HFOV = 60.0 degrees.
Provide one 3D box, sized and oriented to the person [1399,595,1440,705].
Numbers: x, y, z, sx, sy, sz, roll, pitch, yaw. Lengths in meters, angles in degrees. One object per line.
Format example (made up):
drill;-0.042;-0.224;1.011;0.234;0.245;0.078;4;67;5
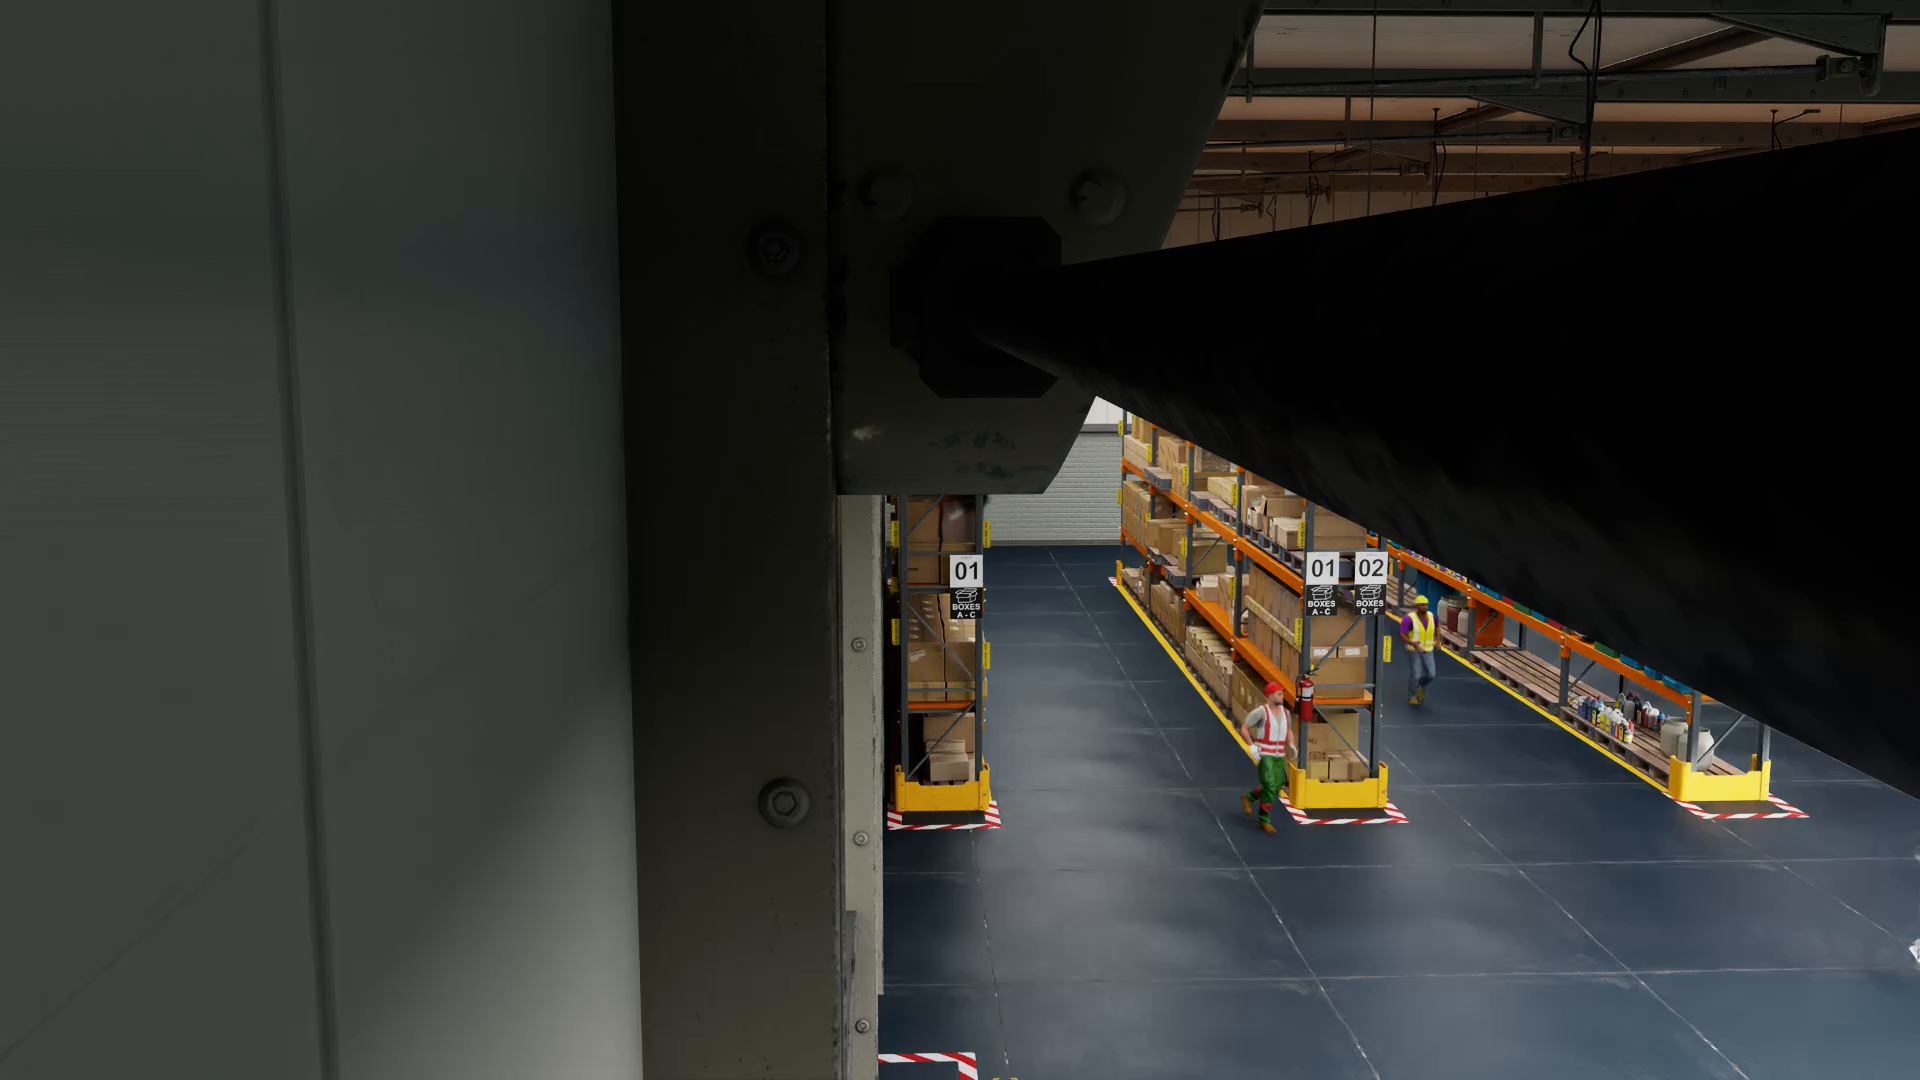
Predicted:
person;7.124;1.704;25.610;0.733;1.720;0.582;-2;9;-11

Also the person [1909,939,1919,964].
person;9.175;3.323;15.333;0.718;1.583;0.546;2;9;14

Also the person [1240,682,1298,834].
person;3.678;2.561;19.874;0.710;1.747;0.677;-5;10;-30
